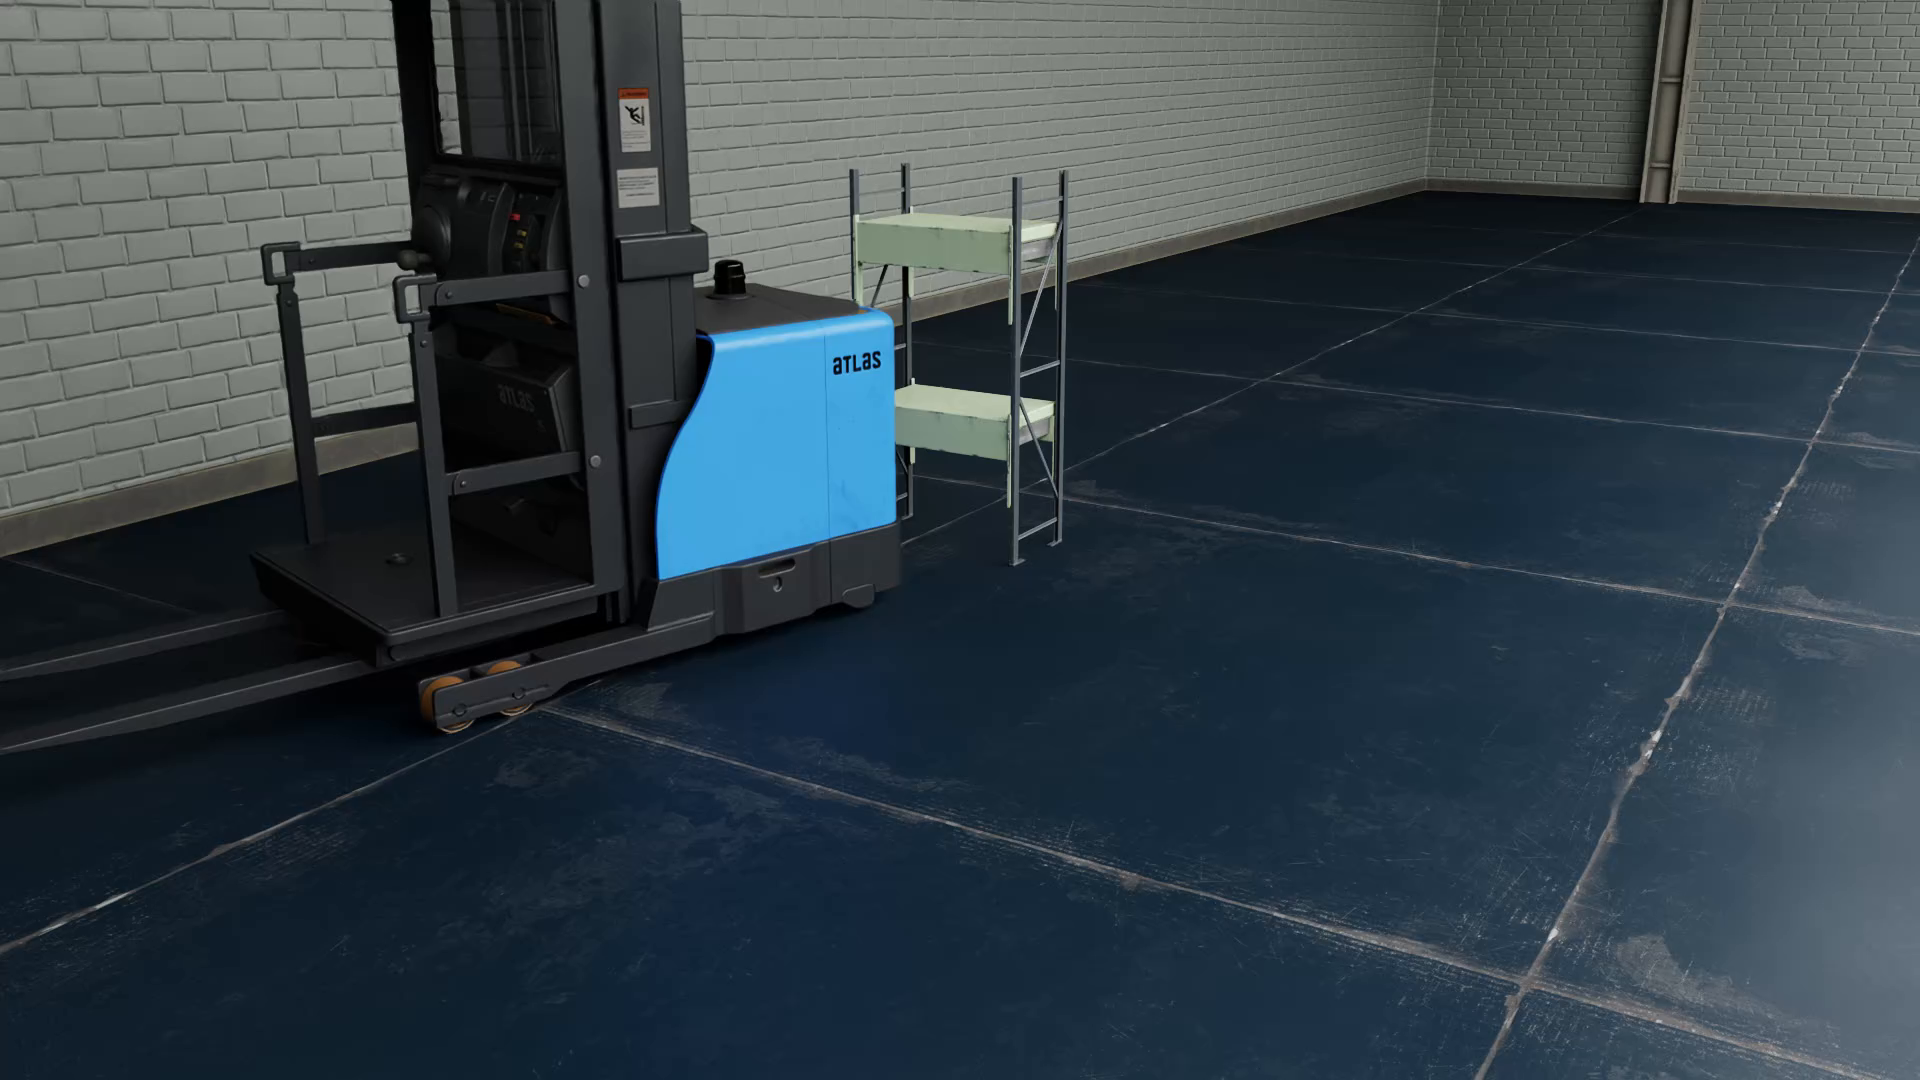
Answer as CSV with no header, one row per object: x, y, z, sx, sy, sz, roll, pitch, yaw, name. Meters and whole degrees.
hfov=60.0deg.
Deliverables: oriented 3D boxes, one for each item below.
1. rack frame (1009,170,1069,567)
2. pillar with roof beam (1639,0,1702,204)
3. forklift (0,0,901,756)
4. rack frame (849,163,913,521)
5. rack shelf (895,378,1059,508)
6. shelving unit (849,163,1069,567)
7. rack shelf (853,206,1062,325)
0.306,-0.663,6.483,0.023,1.500,0.400,10,20,30,rack frame
6.479,-7.469,15.986,0.400,9.000,9.100,10,20,30,pillar with roof beam
-1.651,-0.996,5.116,3.031,2.935,1.130,-15,22,-40,forklift
-0.318,-0.774,6.850,0.023,1.500,0.400,10,20,30,rack frame
-0.006,-0.407,6.761,0.720,0.370,0.431,10,20,30,rack shelf
-0.006,-0.719,6.667,0.755,1.500,0.431,10,20,30,shelving unit
-0.006,-1.092,6.553,0.720,0.370,0.431,10,20,30,rack shelf
